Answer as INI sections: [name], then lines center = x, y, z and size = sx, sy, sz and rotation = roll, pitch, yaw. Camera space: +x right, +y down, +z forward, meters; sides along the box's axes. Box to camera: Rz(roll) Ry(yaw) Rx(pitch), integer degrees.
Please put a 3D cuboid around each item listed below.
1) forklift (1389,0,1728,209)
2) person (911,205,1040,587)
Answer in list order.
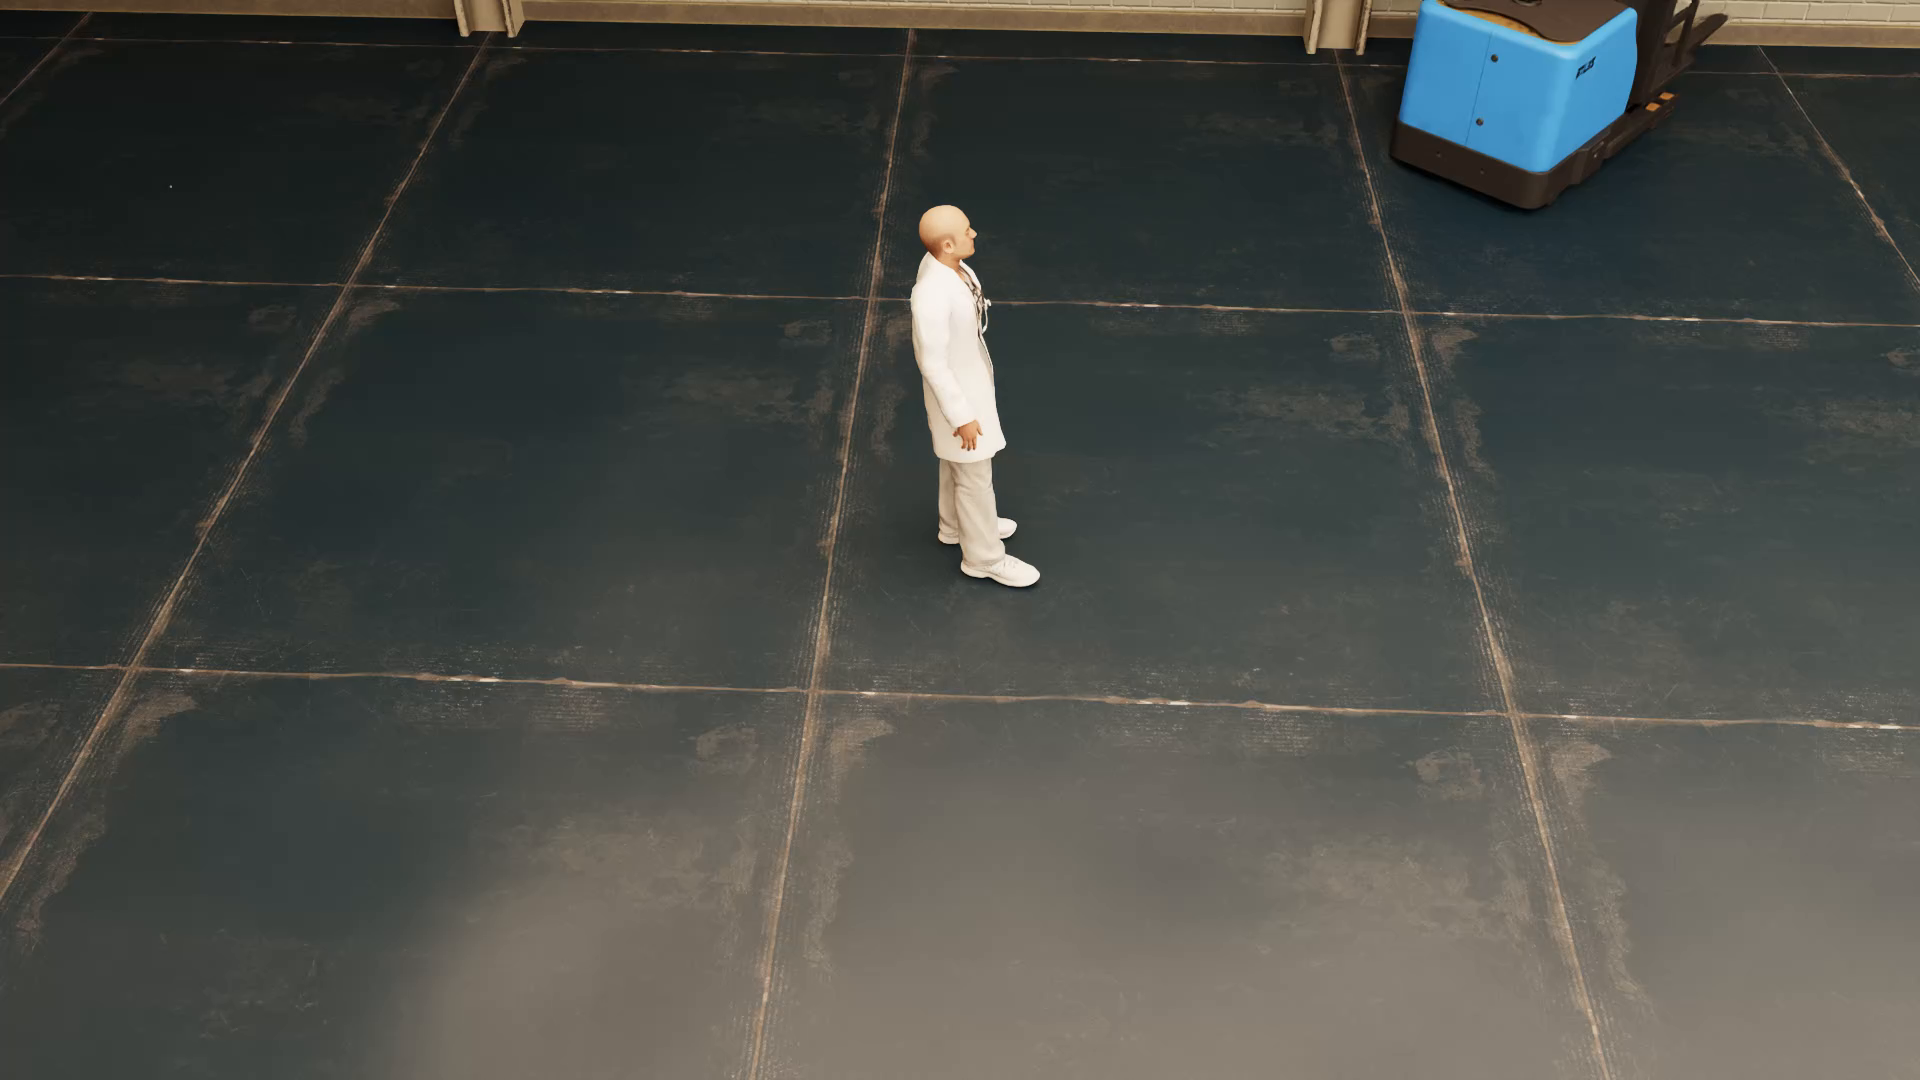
[forklift]
center = 4.078, -3.975, 10.097
size = 1.130, 2.935, 3.031
rotation = 32, 51, 30
[person]
center = 0.091, -0.656, 7.306
size = 0.578, 1.777, 0.698
rotation = 2, 42, 2
